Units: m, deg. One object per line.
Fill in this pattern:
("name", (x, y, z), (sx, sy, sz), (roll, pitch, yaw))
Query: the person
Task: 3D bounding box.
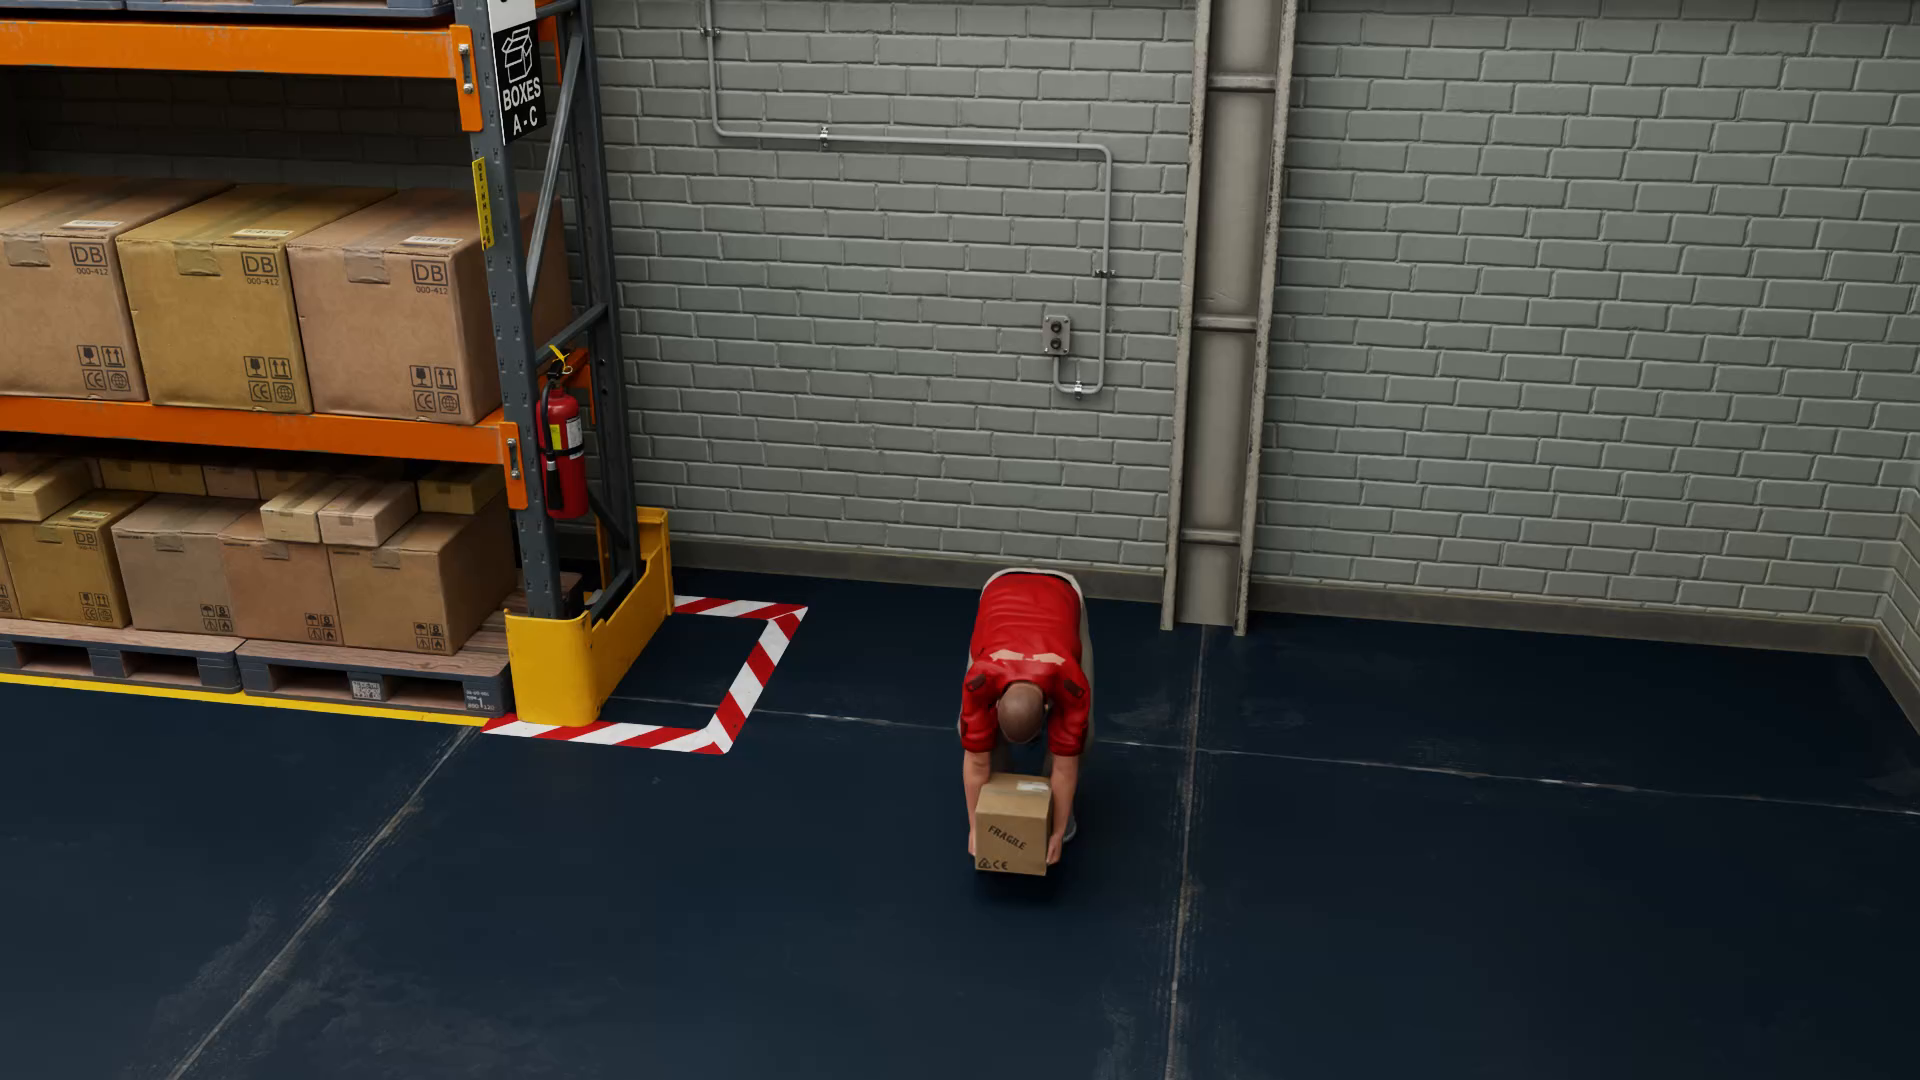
("person", (0.232, 0.682, 6.018), (0.509, 1.002, 0.960), (3, 25, 6))
